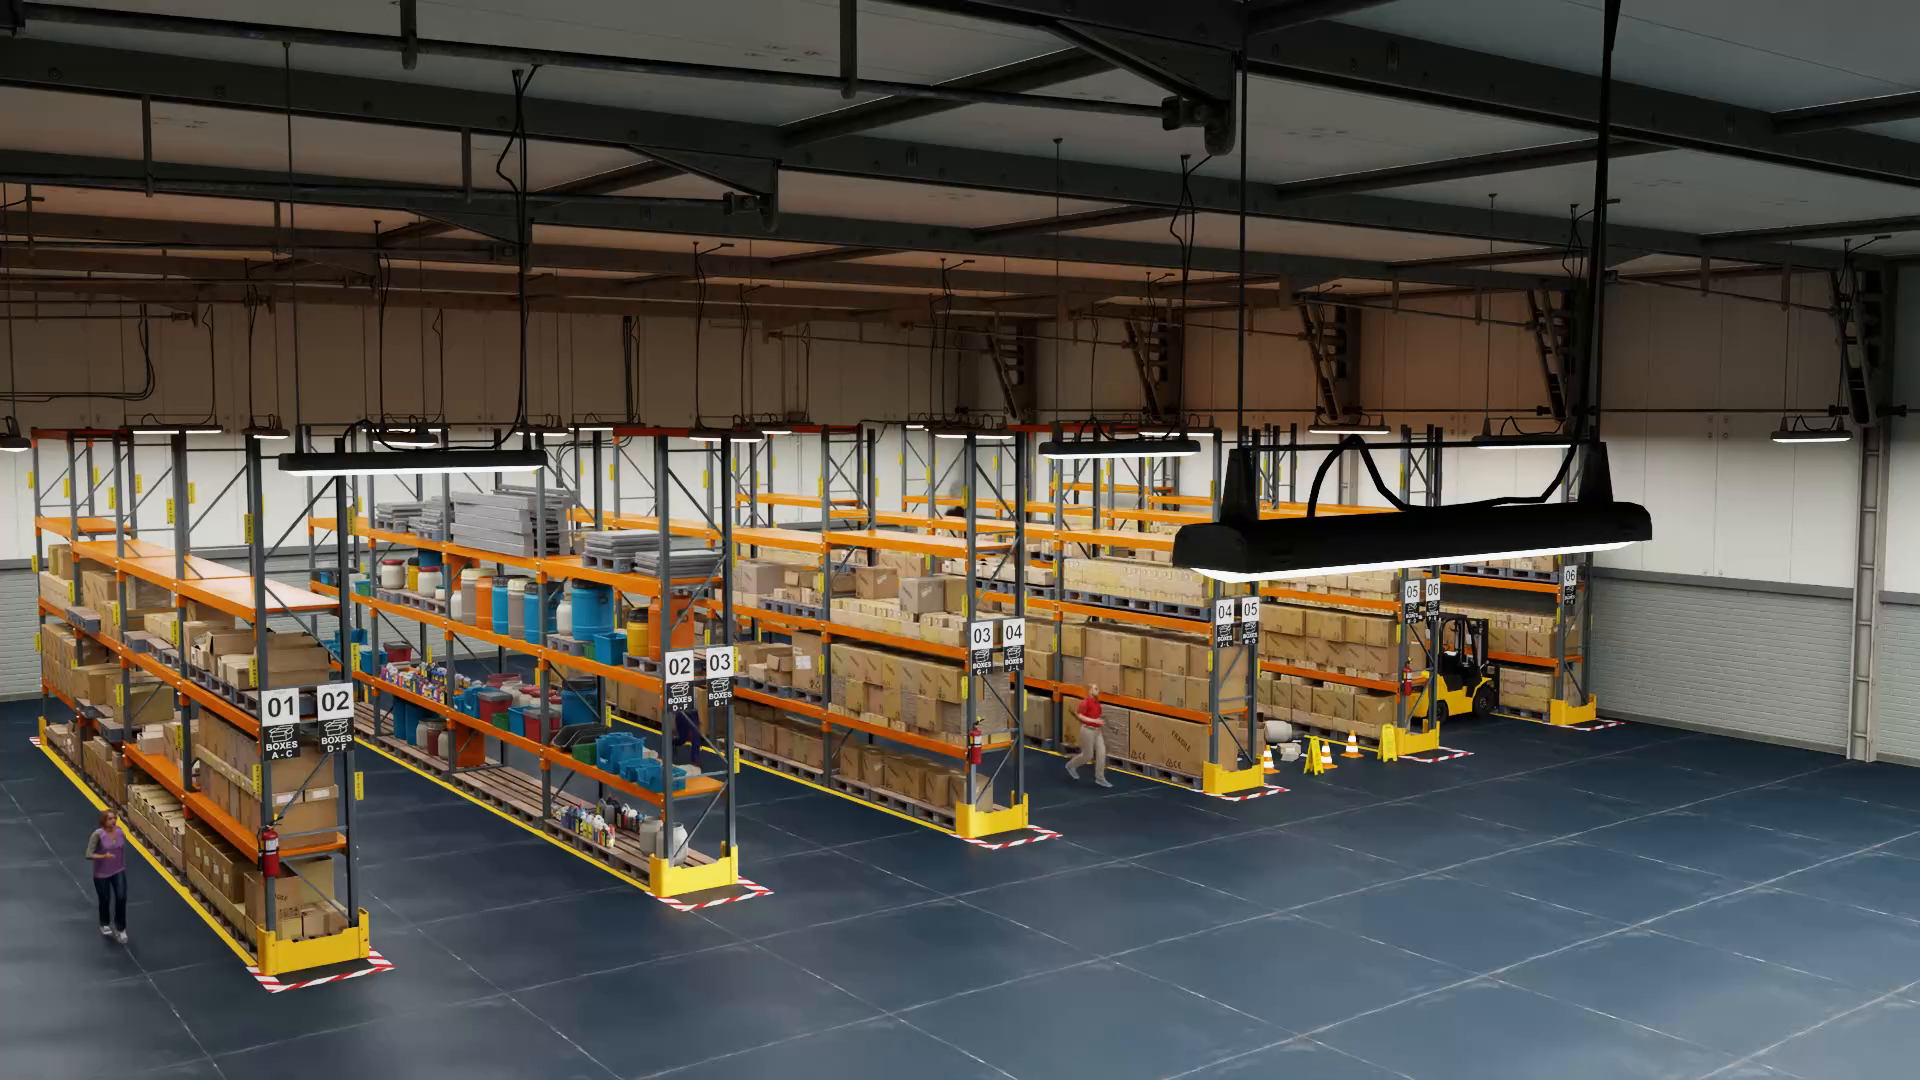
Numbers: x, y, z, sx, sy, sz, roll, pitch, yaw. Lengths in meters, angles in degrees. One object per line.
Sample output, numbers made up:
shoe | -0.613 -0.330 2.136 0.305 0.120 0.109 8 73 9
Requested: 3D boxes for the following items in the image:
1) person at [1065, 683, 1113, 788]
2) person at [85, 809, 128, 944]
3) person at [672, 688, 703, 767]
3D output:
person | 2.168 3.280 28.044 0.883 1.741 0.649 3 5 33
person | -10.102 3.997 19.723 0.501 1.642 0.698 -4 6 -45
person | -4.900 3.201 29.749 0.858 1.639 0.607 4 6 44
